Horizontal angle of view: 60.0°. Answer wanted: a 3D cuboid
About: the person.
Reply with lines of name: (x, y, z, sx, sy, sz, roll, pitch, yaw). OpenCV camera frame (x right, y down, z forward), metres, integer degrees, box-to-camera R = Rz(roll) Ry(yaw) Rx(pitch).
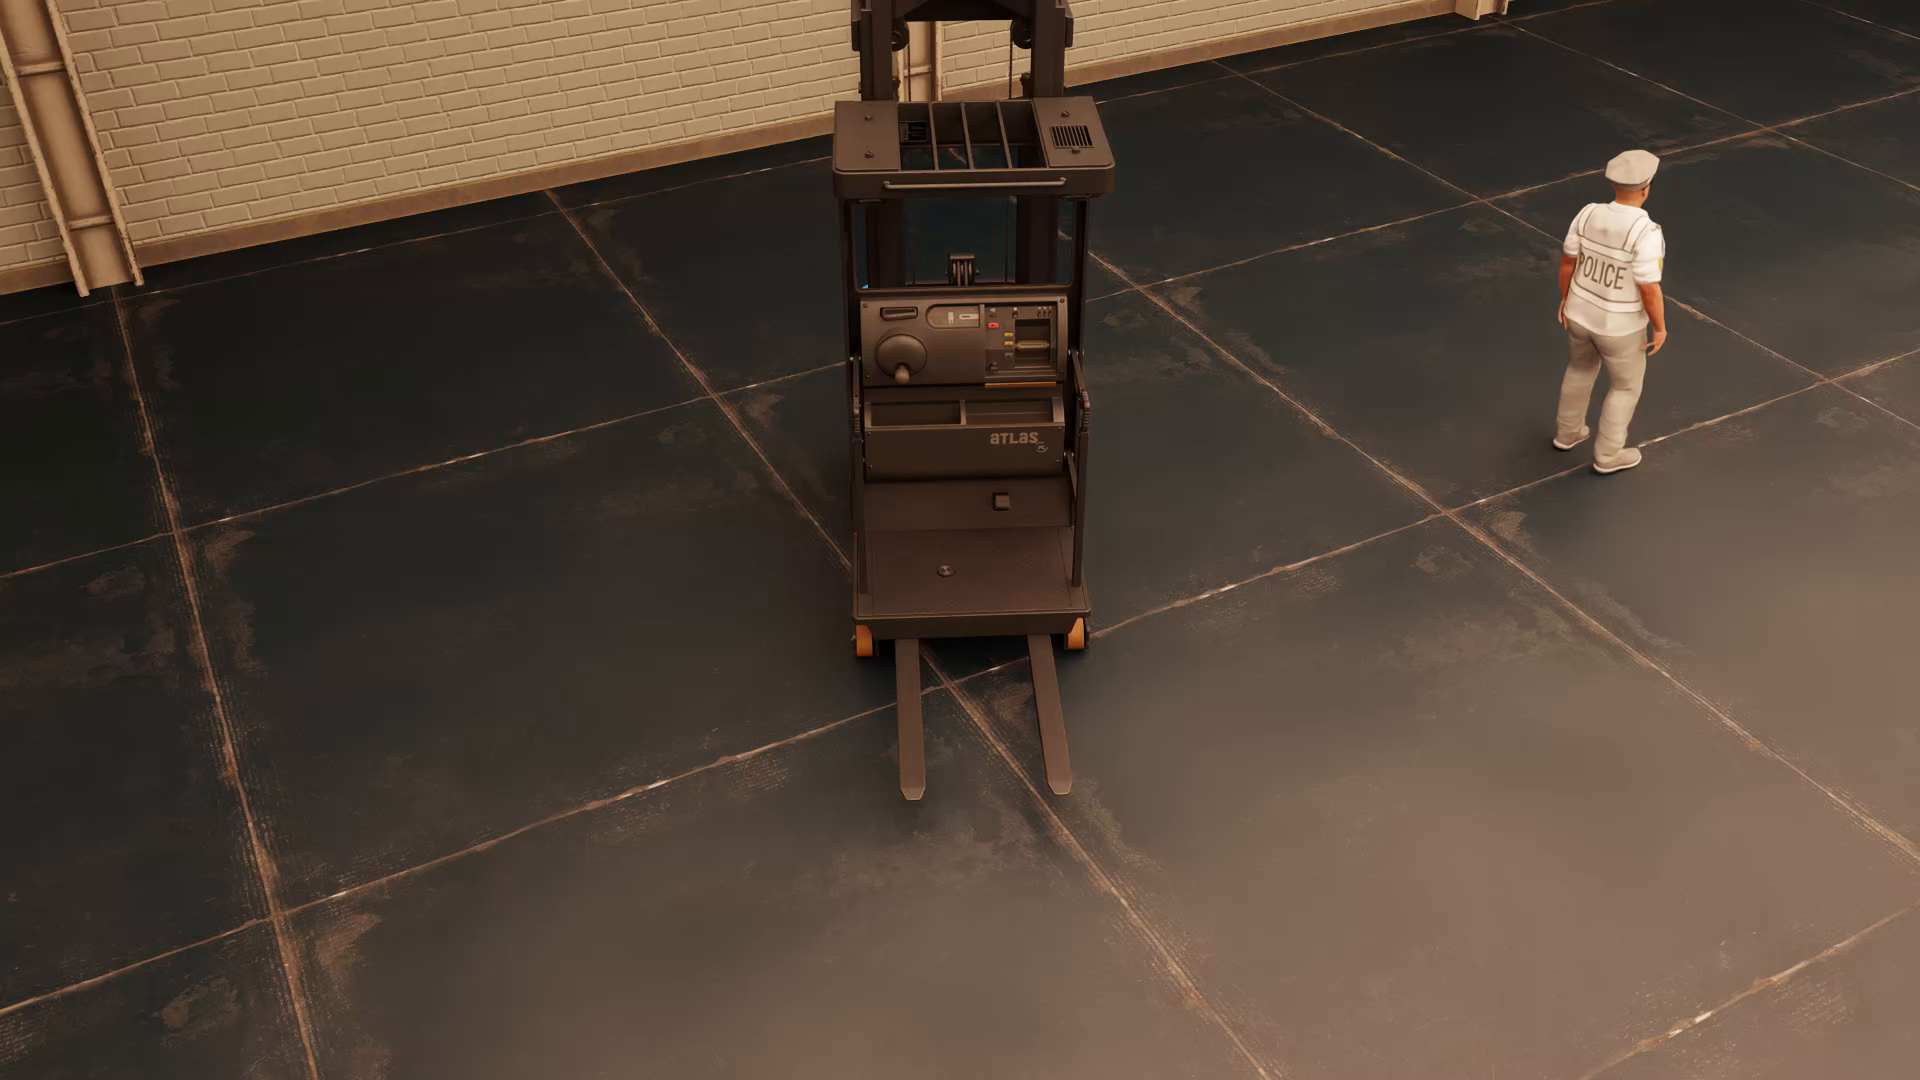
person: (3.481, -1.203, 8.839, 0.493, 1.796, 0.624, -21, 41, -27)

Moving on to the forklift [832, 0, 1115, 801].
forklift: (0.033, -0.837, 7.307, 1.130, 2.935, 3.031, -2, 35, -2)
